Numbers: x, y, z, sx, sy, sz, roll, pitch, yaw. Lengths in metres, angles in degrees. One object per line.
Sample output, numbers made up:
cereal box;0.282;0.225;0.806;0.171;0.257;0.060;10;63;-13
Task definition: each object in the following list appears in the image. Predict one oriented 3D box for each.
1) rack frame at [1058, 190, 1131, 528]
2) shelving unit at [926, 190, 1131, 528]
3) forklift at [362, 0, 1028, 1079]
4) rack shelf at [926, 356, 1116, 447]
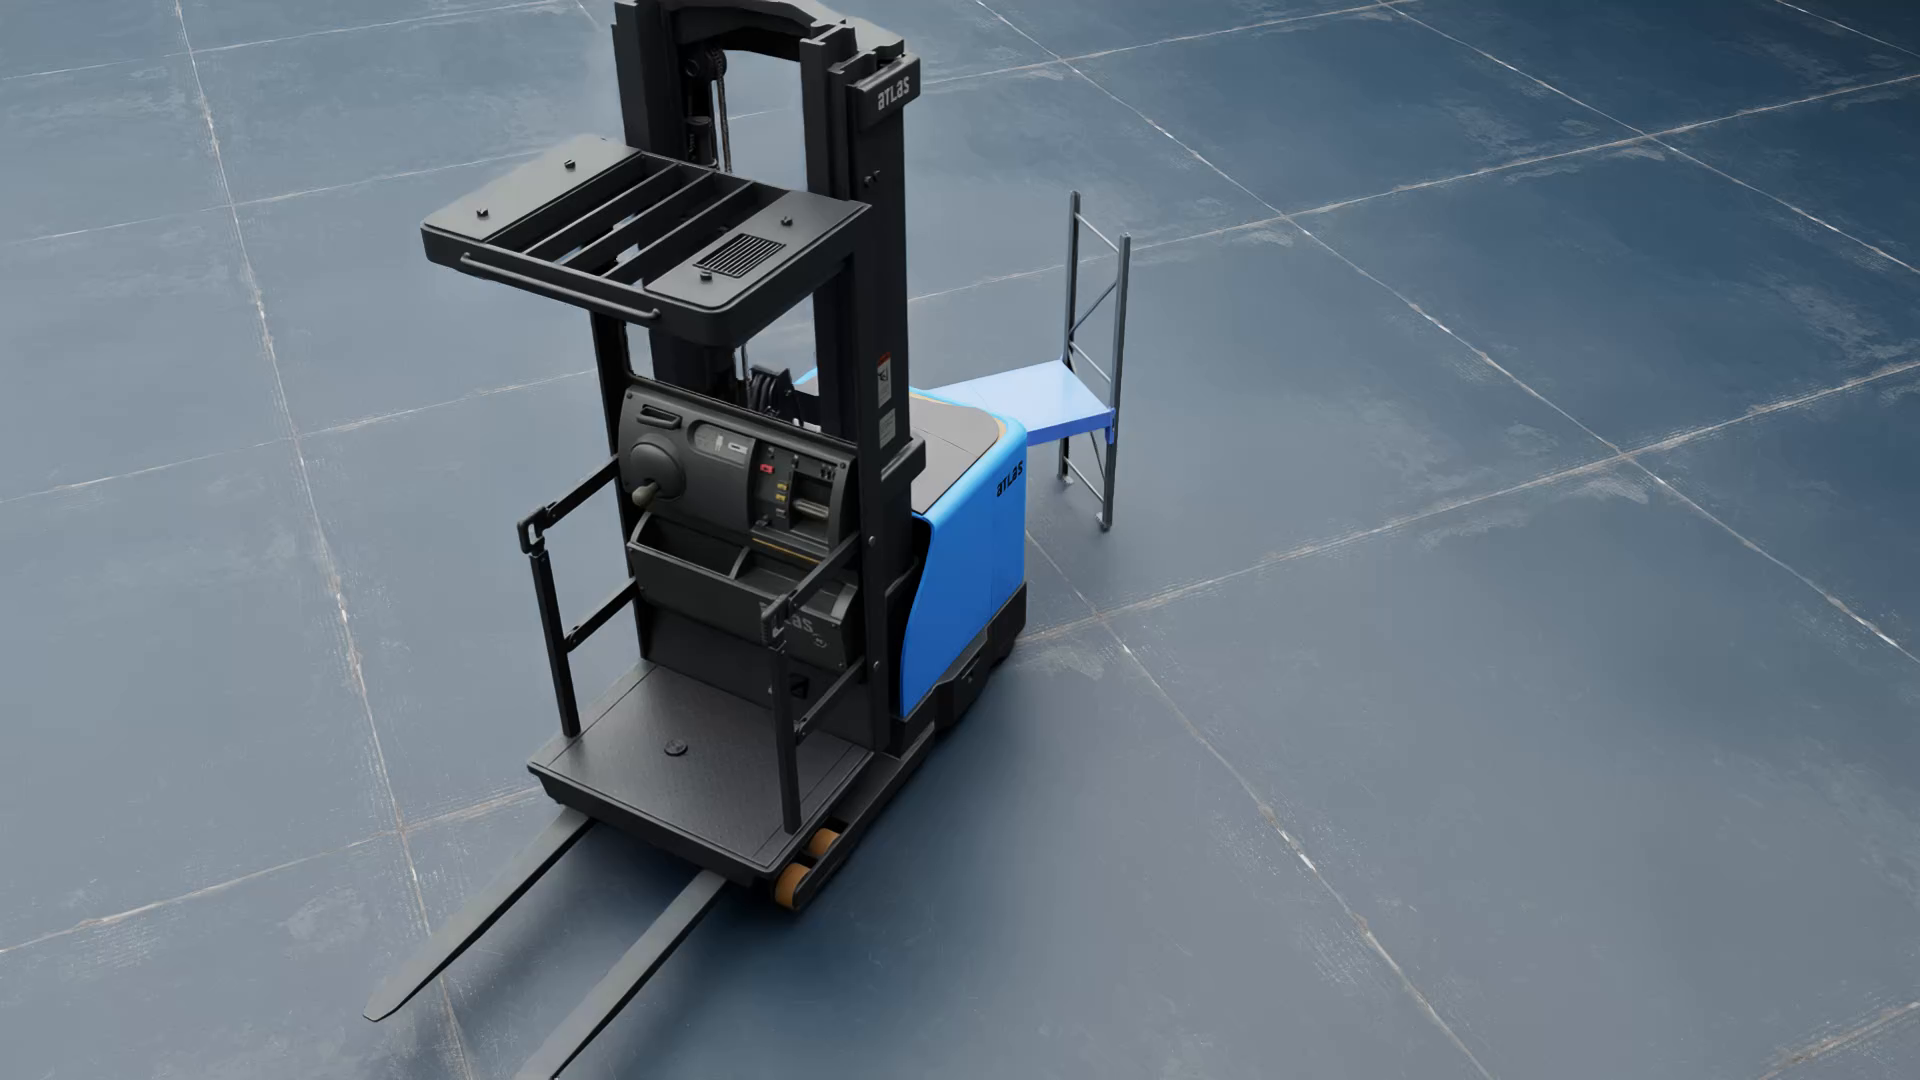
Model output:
rack frame;0.599;-0.799;7.568;0.032;1.500;0.500;-15;39;-19
shelving unit;0.135;-0.675;7.401;1.048;1.500;0.538;-15;39;-19
forklift;-0.881;-0.165;5.512;1.130;2.935;3.031;19;40;23
rack shelf;0.135;-0.531;7.509;1.000;0.185;0.538;-15;39;-19
